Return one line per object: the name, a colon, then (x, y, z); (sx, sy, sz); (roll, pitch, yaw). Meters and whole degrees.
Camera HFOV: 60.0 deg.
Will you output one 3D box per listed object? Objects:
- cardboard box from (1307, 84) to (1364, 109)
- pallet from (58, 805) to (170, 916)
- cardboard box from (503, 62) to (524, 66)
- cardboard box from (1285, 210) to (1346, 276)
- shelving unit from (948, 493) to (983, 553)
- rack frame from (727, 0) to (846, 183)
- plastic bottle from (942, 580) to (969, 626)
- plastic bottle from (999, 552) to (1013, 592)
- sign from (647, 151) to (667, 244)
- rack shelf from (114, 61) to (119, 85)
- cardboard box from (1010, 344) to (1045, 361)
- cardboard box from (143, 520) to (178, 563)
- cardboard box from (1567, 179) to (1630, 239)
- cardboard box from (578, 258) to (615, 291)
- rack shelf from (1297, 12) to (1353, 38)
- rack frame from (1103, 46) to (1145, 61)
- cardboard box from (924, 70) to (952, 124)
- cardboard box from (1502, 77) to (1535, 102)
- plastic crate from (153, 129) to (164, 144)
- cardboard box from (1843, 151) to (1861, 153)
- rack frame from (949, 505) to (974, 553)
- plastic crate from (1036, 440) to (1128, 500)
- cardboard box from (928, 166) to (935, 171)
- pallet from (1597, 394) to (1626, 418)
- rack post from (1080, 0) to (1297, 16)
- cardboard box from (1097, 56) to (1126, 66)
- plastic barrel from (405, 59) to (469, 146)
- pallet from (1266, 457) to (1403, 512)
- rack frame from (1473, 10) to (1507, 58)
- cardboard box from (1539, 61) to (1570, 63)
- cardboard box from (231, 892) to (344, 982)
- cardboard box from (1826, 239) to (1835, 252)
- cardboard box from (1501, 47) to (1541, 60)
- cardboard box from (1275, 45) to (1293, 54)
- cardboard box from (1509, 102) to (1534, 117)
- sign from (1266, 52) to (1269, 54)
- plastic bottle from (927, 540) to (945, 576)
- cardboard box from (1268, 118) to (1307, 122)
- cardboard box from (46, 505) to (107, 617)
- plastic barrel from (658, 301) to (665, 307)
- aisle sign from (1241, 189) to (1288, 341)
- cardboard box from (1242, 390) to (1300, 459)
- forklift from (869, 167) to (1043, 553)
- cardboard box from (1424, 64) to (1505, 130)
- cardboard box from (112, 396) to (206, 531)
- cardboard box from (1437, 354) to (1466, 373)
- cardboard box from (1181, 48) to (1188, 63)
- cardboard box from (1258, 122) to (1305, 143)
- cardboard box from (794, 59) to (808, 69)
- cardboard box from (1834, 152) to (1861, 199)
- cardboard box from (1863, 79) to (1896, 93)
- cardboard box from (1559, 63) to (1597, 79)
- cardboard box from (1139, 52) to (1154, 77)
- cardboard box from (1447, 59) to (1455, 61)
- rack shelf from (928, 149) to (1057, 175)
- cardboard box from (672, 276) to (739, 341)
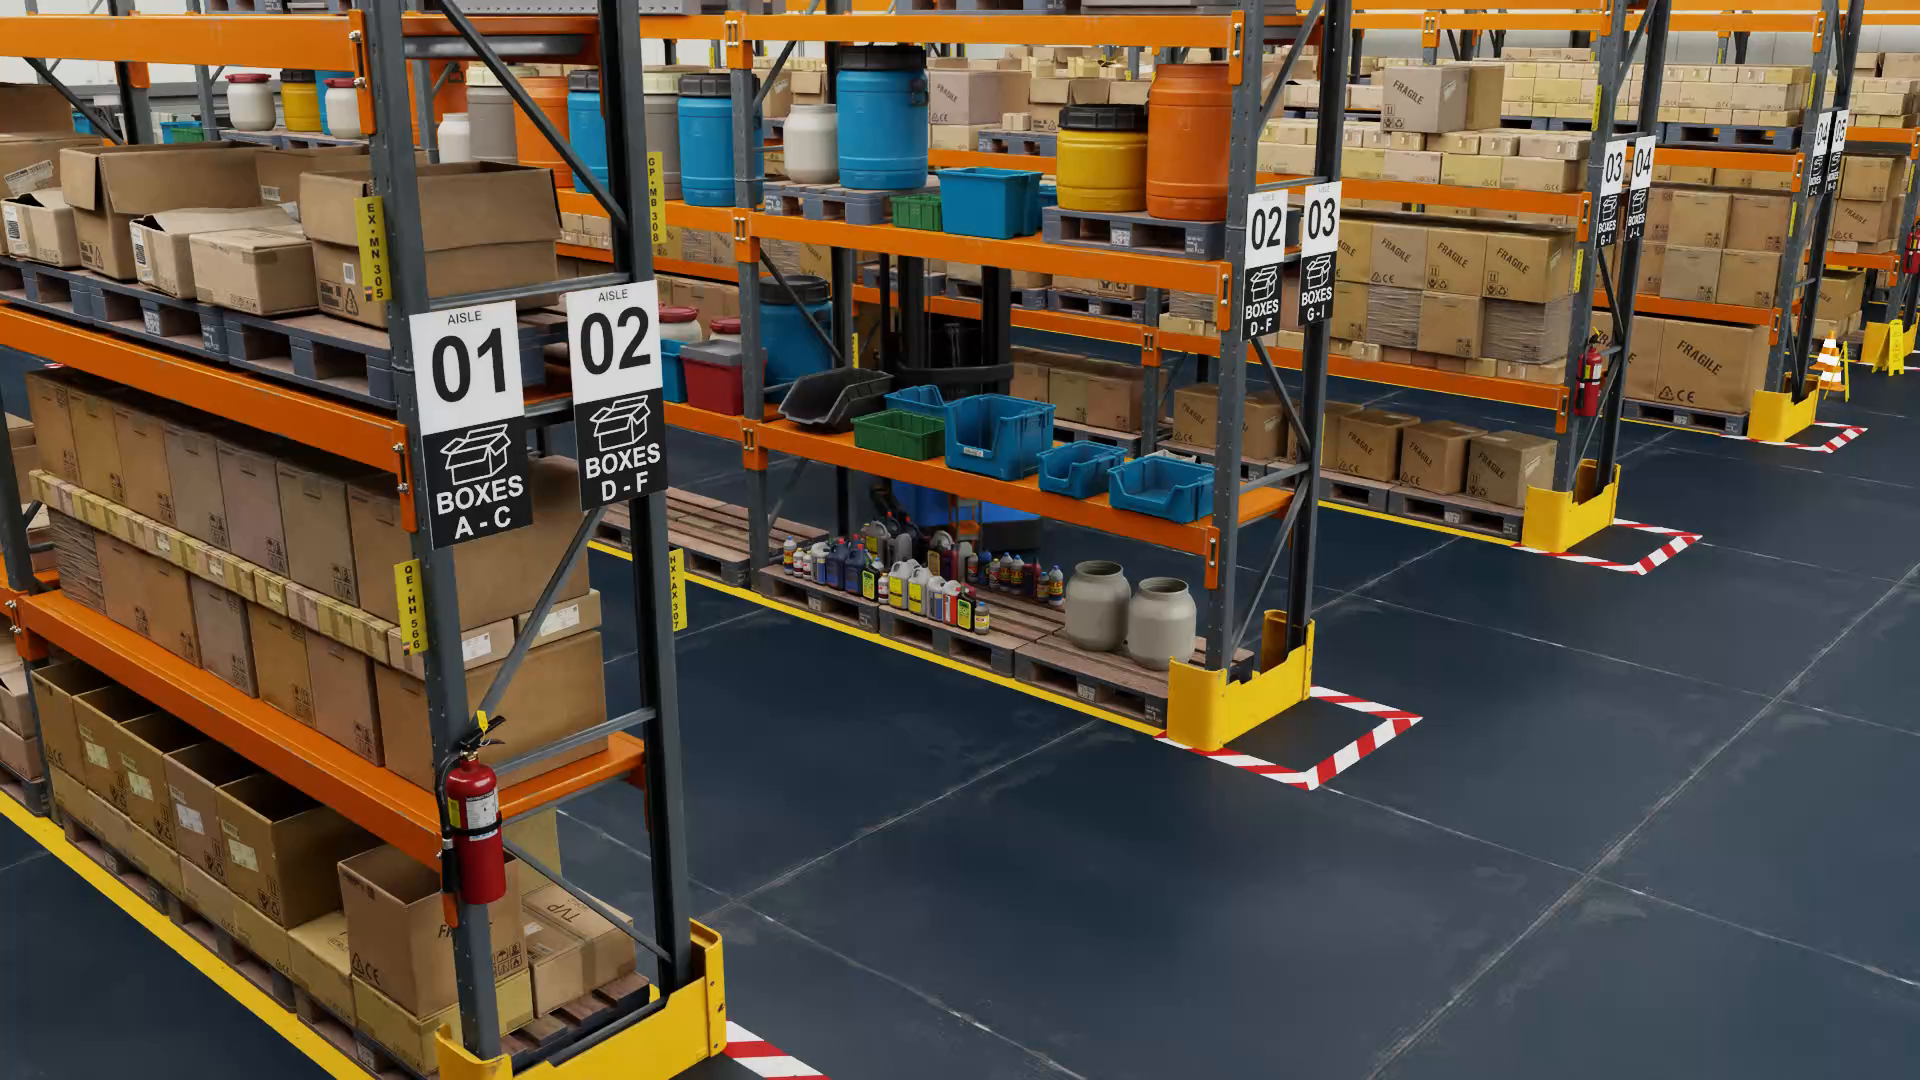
cardboard box: (4.402, -5.176, 19.393); (0.500, 0.250, 0.500); (15, 23, 39)
pallet: (-3.907, 1.468, 8.635); (1.213, 0.211, 1.003); (15, 23, 39)
cardboard box: (-5.687, -6.079, 21.826); (0.500, 0.500, 0.700); (13, 22, 36)
cardboard box: (3.020, -2.588, 14.497); (0.500, 0.500, 0.500); (15, 23, 39)
shelving unit: (0.042, -0.283, 12.768); (0.215, 1.050, 0.252); (-4, 18, -13)
rack frame: (-1.184, -4.009, 11.368); (0.127, 3.000, 1.000); (15, 23, 39)
plastic bottle: (-0.027, 0.416, 11.119); (0.135, 0.276, 0.152); (15, 23, 40)
plastic bottle: (0.328, 0.221, 11.740); (0.097, 0.271, 0.097); (0, 18, 0)
sign: (-1.110, -1.235, 6.010); (0.005, 0.325, 0.100); (15, 23, 39)
rack shelf: (-5.970, -2.757, 9.274); (4.000, 0.370, 1.077); (15, 23, 39)
cardboard box: (0.478, -1.741, 17.543); (0.700, 0.500, 0.500); (-16, 24, -41)
cardboard box: (-3.435, -0.031, 7.513); (0.250, 0.149, 0.380); (14, 22, 38)
cardboard box: (6.928, -3.548, 17.800); (0.500, 0.550, 0.875); (15, 23, 39)
cardboard box: (-4.320, -3.215, 21.600); (0.875, 0.875, 0.875); (15, 23, 39)
rack shelf: (4.194, -8.043, 25.929); (4.000, 0.370, 1.077); (15, 23, 39)
rack frame: (2.698, -8.978, 27.025); (0.127, 3.000, 1.000); (15, 23, 39)
cardboard box: (-0.330, -4.534, 16.988); (0.500, 0.500, 0.500); (15, 23, 40)
cardboard box: (6.030, -4.857, 17.897); (0.500, 0.250, 0.500); (15, 23, 39)
plastic crate: (-8.371, -4.229, 17.456); (0.466, 0.136, 0.293); (15, 23, 39)
cardboard box: (13.518, -5.817, 25.252); (0.250, 0.149, 0.380); (16, 24, 41)
rack frame: (0.014, -0.319, 12.881); (0.200, 1.050, 0.008); (-4, 18, -13)
plastic crate: (0.753, -0.440, 10.286); (0.408, 0.251, 0.499); (15, 23, 39)
cardboard box: (-0.715, -5.324, 24.773); (0.500, 0.500, 0.500); (15, 23, 38)
pallet: (6.905, -1.628, 18.392); (1.213, 0.211, 1.003); (15, 23, 39)
rack post: (1.327, -3.148, 9.482); (0.937, 0.300, 0.954); (-15, 23, -40)
cardboard box: (1.975, -6.265, 22.003); (0.258, 0.266, 0.396); (15, 23, 39)
plastic barrel: (-4.598, -3.902, 14.585); (0.708, 0.830, 0.600); (15, 23, 39)
pallet: (3.546, -0.569, 15.057); (1.213, 0.211, 1.003); (15, 23, 39)
rack frame: (8.982, -9.299, 28.035); (0.127, 3.000, 1.000); (15, 23, 39)
cardboard box: (6.520, -5.157, 18.182); (0.250, 0.149, 0.380); (16, 23, 40)
cardboard box: (-2.837, 1.645, 7.320); (0.500, 0.250, 0.500); (15, 23, 39)
cardboard box: (10.811, -3.698, 20.721); (0.250, 0.149, 0.380); (15, 23, 38)
cardboard box: (9.362, -7.964, 27.763); (0.500, 0.500, 0.500); (15, 23, 40)
cardboard box: (5.984, -9.000, 30.432); (0.258, 0.266, 0.396); (15, 23, 39)
cardboard box: (6.086, -4.628, 17.831); (0.250, 0.149, 0.380); (15, 23, 38)
sign: (5.636, -8.794, 30.550); (0.005, 0.325, 0.100); (15, 23, 39)
plastic bottle: (-0.174, 0.131, 12.003); (0.133, 0.283, 0.061); (15, 23, 39)
cardboard box: (2.923, -3.714, 14.984); (0.250, 0.149, 0.380); (14, 22, 37)
cardboard box: (-4.138, 0.010, 8.455); (0.500, 0.500, 0.700); (14, 23, 38)
plastic barrel: (-2.626, -1.690, 13.754); (0.433, 0.535, 0.433); (0, 18, 0)
aisle sign: (1.665, -1.504, 9.094); (0.004, 0.787, 0.394); (15, 23, 39)
cardboard box: (2.810, -1.076, 15.482); (0.500, 0.500, 0.500); (-10, 20, -28)
forklift: (-0.174, -1.676, 14.048); (1.130, 2.935, 3.031); (-4, 18, -13)
cardboard box: (4.164, -3.684, 13.818); (0.500, 0.500, 0.500); (15, 23, 39)
cardboard box: (-3.385, -0.406, 7.623); (0.500, 0.500, 0.700); (15, 23, 39)
cardboard box: (4.161, -1.500, 13.796); (0.250, 0.149, 0.380); (15, 23, 39)
cardboard box: (4.304, -9.334, 32.034); (0.500, 0.250, 0.500); (16, 24, 41)
cardboard box: (2.788, -3.547, 14.458); (0.250, 0.149, 0.380); (16, 24, 41)
cardboard box: (-2.270, -7.133, 24.933); (0.250, 0.149, 0.380); (16, 24, 41)
cardboard box: (10.773, -4.532, 20.622); (0.500, 0.500, 0.700); (15, 23, 40)
cardboard box: (11.057, -5.461, 19.998); (0.250, 0.149, 0.380); (16, 23, 40)
cardboard box: (6.471, -4.905, 17.386); (0.250, 0.149, 0.380); (15, 23, 39)
cardboard box: (3.165, -7.554, 26.636); (0.500, 0.500, 0.500); (15, 23, 38)
cardboard box: (8.528, -8.131, 28.413); (0.250, 0.149, 0.380); (16, 24, 41)
rack shelf: (0.608, -3.759, 16.727); (4.000, 0.370, 1.077); (15, 23, 39)
cardboard box: (-2.719, -2.761, 20.170); (0.875, 0.875, 1.225); (14, 22, 37)
